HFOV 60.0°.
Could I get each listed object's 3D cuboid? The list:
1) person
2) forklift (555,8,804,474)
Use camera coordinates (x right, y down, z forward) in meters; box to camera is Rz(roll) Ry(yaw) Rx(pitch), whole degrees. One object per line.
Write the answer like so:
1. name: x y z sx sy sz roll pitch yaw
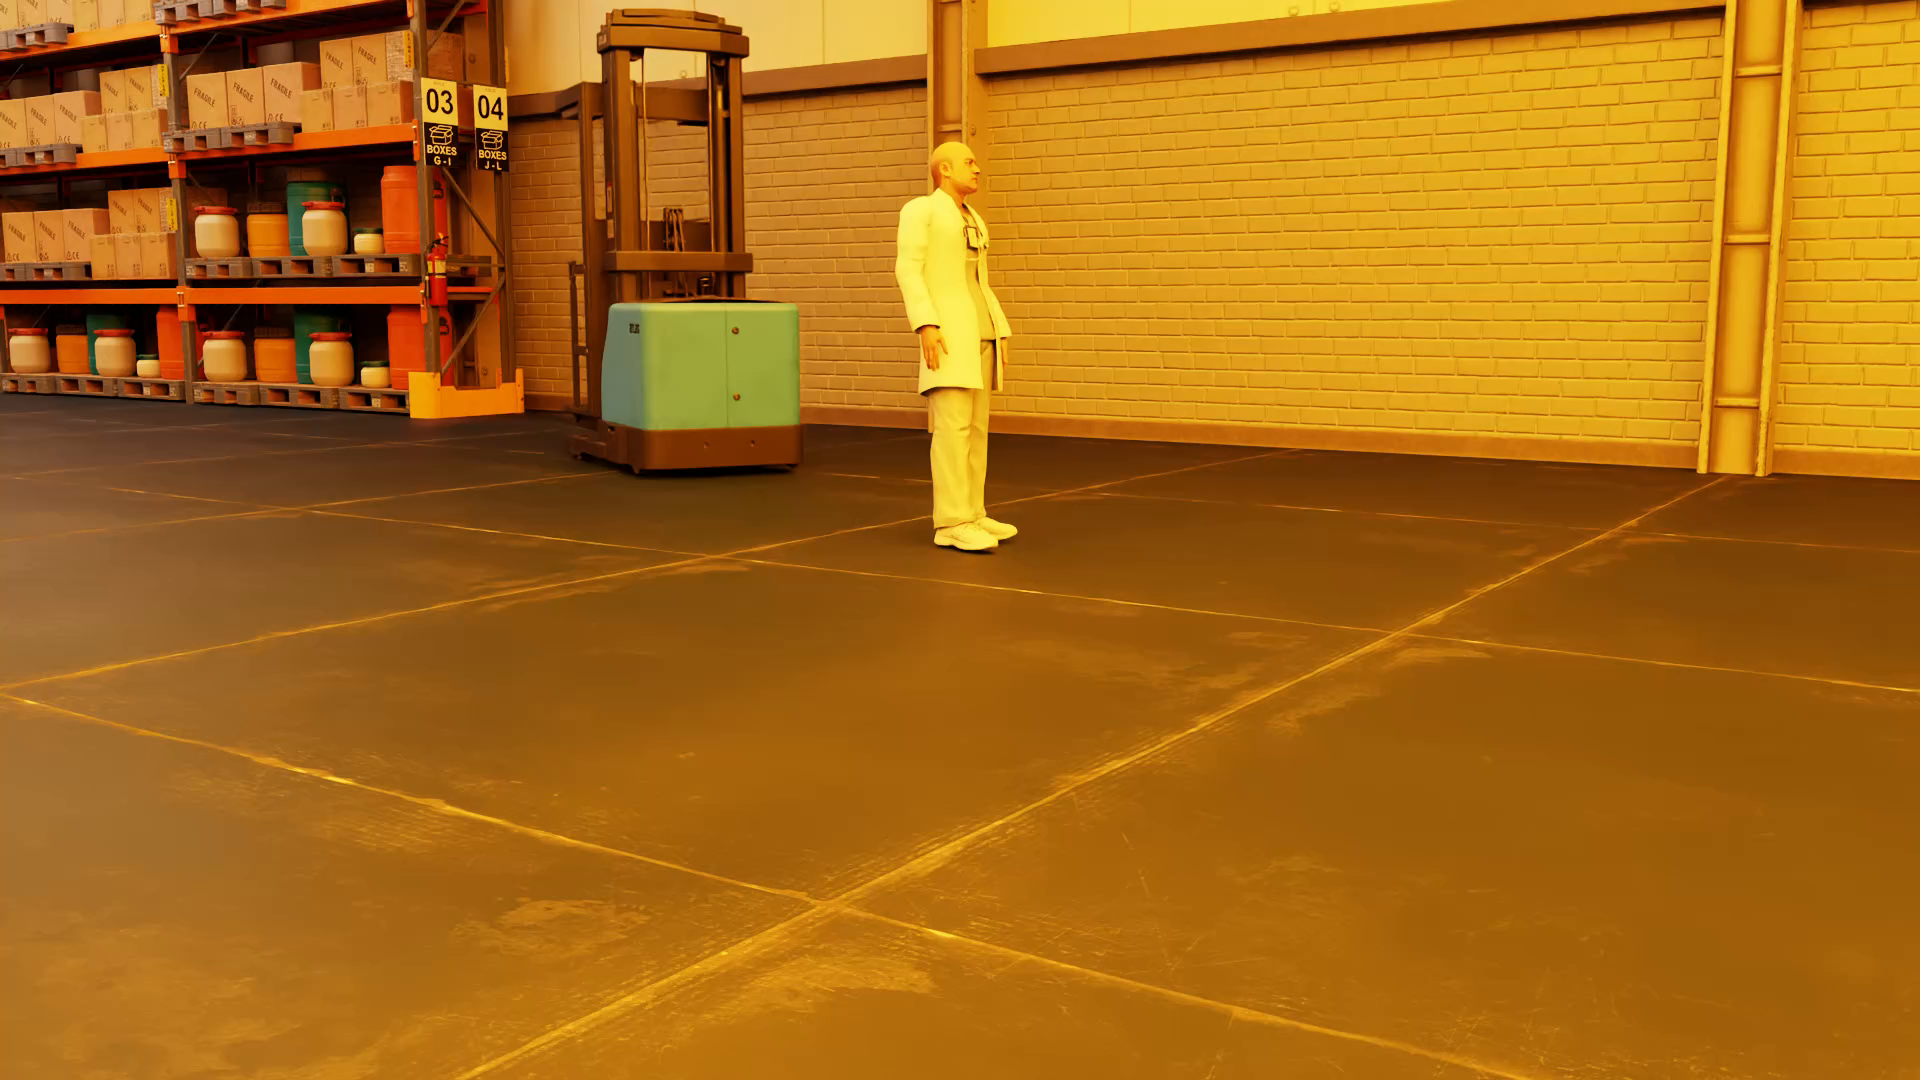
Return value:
1. person: 0.072 -0.880 7.424 0.581 1.776 0.696 5 10 34
2. forklift: -2.109 -2.024 11.429 1.130 2.935 3.031 -4 9 -27
